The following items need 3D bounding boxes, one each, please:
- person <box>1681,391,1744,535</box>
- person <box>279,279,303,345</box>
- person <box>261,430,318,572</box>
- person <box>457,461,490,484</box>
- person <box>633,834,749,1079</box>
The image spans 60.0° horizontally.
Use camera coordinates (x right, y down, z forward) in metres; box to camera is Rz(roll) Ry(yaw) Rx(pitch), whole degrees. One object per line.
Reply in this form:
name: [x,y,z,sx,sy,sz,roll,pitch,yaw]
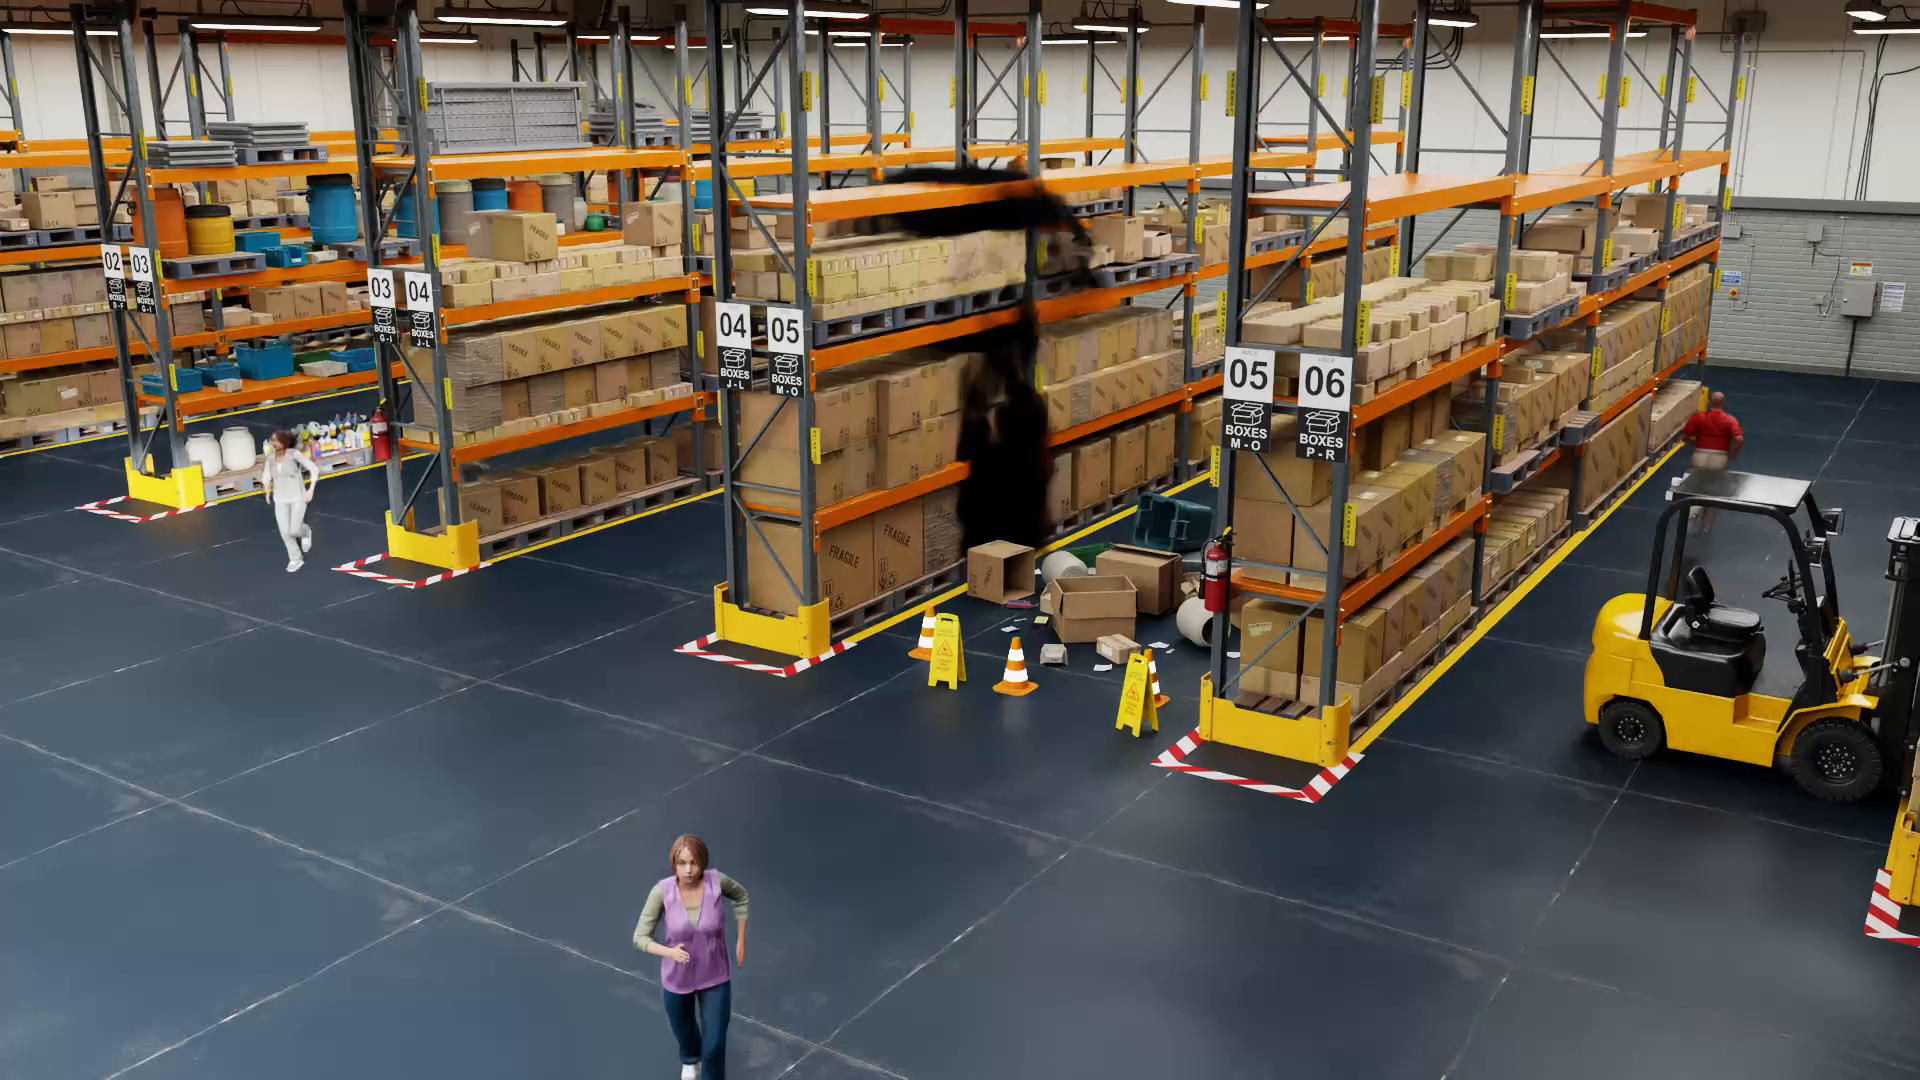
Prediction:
person: [8.541,-0.844,18.946,0.663,1.725,0.895,9,18,29]
person: [-12.470,-4.116,30.976,0.582,1.665,0.517,7,17,23]
person: [-7.193,-0.423,17.884,0.571,1.567,0.605,0,16,2]
person: [-6.172,-1.283,20.765,0.632,1.670,0.842,9,18,29]
person: [-1.322,2.197,8.284,0.565,1.631,0.778,-2,16,-8]
